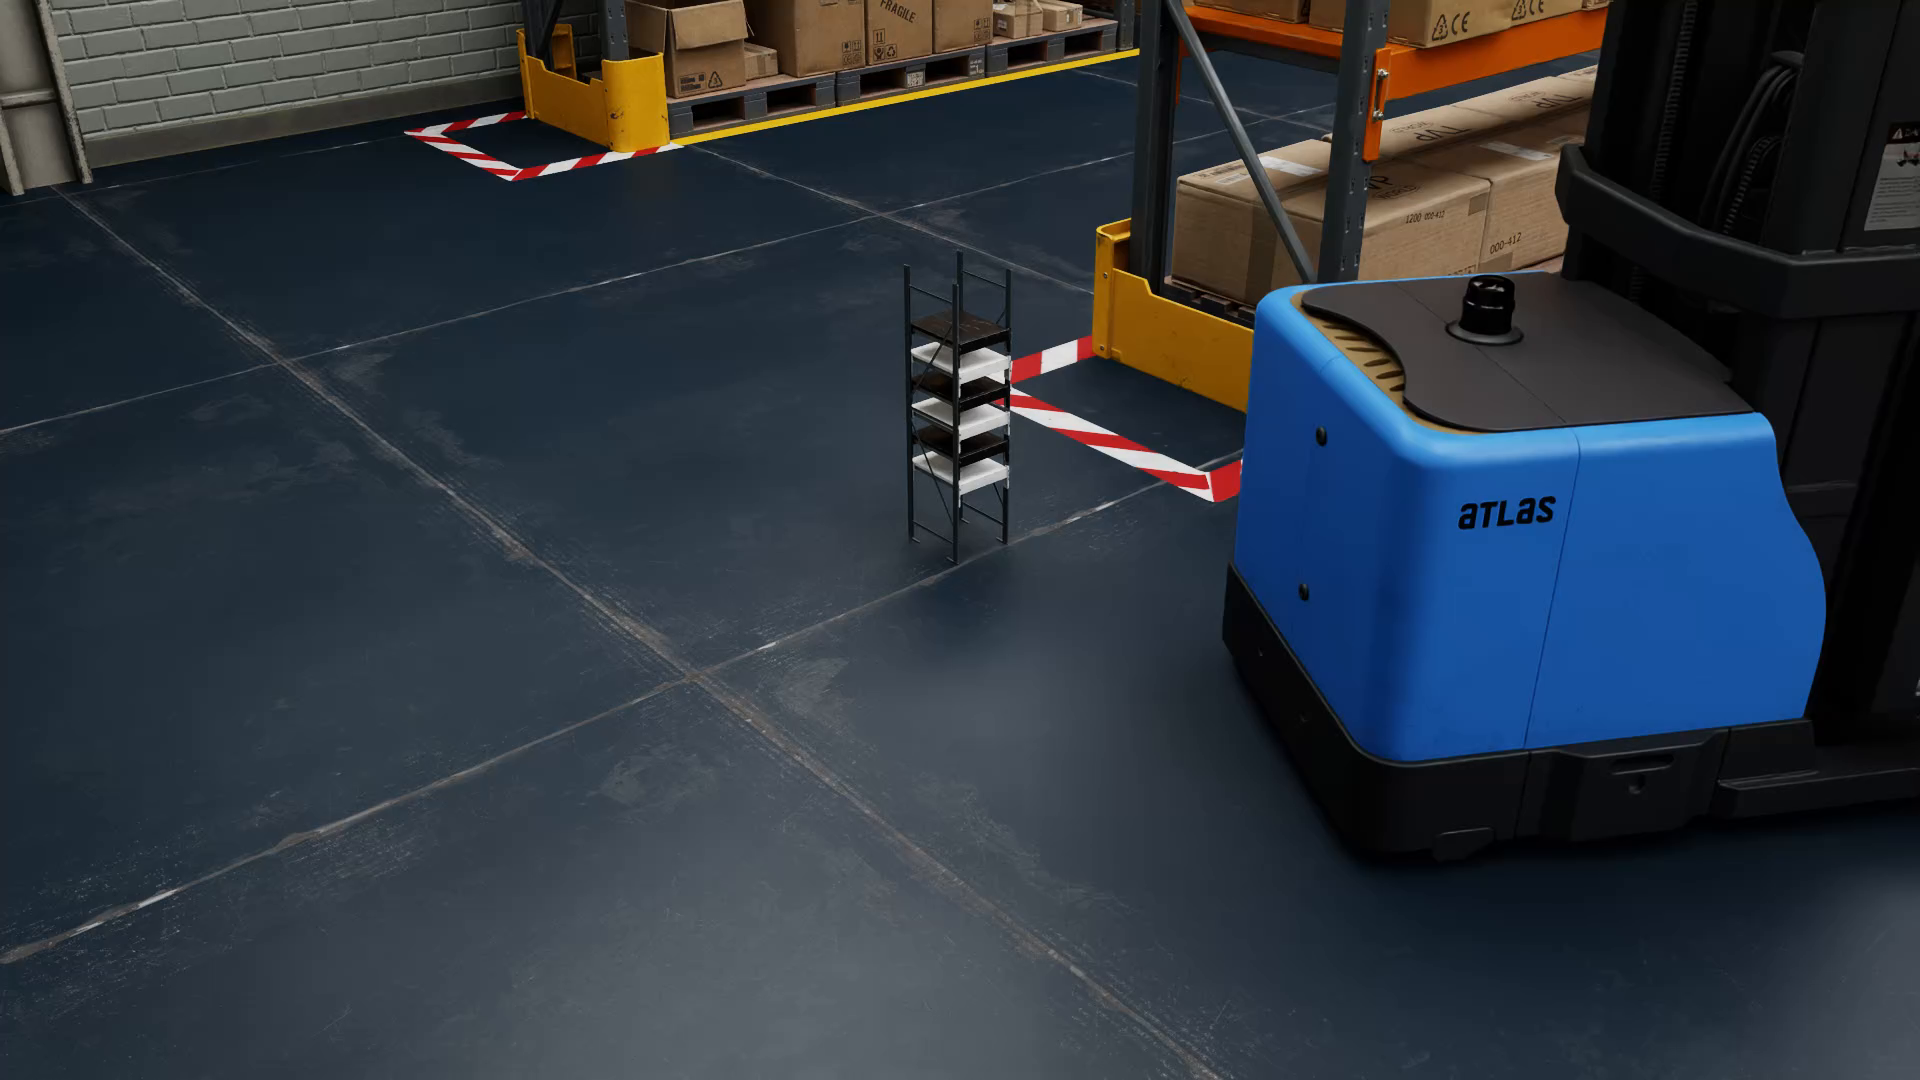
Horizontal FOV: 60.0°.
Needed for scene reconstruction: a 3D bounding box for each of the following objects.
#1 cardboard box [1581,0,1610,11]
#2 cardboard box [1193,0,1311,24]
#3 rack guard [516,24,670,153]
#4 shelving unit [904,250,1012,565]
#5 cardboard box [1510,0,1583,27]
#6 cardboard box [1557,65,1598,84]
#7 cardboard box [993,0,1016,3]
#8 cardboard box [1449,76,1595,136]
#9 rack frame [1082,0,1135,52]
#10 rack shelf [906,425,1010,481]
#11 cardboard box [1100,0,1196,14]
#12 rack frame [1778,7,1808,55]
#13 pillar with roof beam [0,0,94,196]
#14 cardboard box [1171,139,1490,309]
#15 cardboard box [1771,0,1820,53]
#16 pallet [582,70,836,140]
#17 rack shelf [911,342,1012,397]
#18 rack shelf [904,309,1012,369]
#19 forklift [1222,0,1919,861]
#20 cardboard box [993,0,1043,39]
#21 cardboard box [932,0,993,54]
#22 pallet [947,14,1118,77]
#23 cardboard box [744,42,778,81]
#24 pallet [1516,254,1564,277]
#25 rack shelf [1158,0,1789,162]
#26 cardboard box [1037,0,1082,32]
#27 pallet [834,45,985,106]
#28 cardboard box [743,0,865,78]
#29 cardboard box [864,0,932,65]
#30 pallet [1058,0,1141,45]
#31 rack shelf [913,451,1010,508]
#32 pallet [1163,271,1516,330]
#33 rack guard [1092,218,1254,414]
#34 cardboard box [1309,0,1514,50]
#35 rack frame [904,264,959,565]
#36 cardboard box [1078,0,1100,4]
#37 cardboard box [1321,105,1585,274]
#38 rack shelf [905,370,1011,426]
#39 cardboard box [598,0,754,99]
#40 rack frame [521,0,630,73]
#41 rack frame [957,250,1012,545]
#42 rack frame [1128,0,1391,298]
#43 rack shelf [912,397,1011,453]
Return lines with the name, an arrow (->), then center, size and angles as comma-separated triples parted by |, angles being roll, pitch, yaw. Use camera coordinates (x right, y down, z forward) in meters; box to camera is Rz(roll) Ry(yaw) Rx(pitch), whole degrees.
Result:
cardboard box -> 2.347, -2.337, 6.334 | 0.500, 0.500, 0.500 | -22, 35, -35
cardboard box -> 1.225, -2.221, 6.118 | 0.500, 0.500, 0.500 | -22, 35, -35
rack guard -> -2.137, -2.634, 9.649 | 0.348, 0.500, 1.175 | -22, 35, -35
shelving unit -> -0.006, -0.394, 5.033 | 0.210, 0.900, 0.258 | -22, 35, -35
cardboard box -> 1.948, -2.187, 6.055 | 0.500, 0.500, 0.500 | -22, 35, -36
cardboard box -> 3.526, -2.060, 8.195 | 0.875, 0.438, 0.875 | -22, 35, -36
cardboard box -> 0.192, -3.819, 11.621 | 0.500, 0.311, 0.500 | -20, 34, -33
cardboard box -> 2.845, -1.786, 7.682 | 0.875, 0.438, 0.875 | -23, 36, -36
rack frame -> 0.848, -4.937, 11.306 | 0.127, 3.000, 1.000 | -22, 35, -35
rack shelf -> -0.006, -0.286, 5.091 | 0.200, 0.077, 0.258 | -22, 35, -35
cardboard box -> 1.363, -4.087, 11.922 | 0.500, 0.500, 0.500 | -20, 34, -33
rack frame -> 4.073, -3.158, 7.978 | 0.127, 3.000, 1.000 | -22, 35, -35
pillar with roof beam -> -2.037, -4.314, 3.775 | 0.400, 9.000, 9.100 | -22, 35, -35
cardboard box -> 1.467, -1.228, 6.638 | 0.875, 0.438, 0.875 | -23, 36, -37
cardboard box -> 4.493, -2.625, 8.788 | 0.875, 0.875, 0.875 | -21, 34, -33
pallet -> -1.531, -2.751, 10.174 | 1.213, 0.211, 1.003 | -22, 35, -35
rack shelf -> -0.006, -0.524, 4.964 | 0.200, 0.077, 0.258 | -22, 35, -35
rack shelf -> -0.006, -0.603, 4.922 | 0.200, 0.077, 0.258 | -22, 35, -35
forklift -> 2.291, -0.885, 3.796 | 3.031, 2.935, 1.130 | -5, 29, -9
cardboard box -> 0.344, -3.531, 11.131 | 0.258, 0.266, 0.396 | -20, 34, -33
cardboard box -> -0.202, -3.514, 10.850 | 0.500, 0.500, 0.700 | -23, 36, -37
pallet -> 0.325, -3.497, 11.571 | 1.213, 0.211, 1.003 | -22, 35, -35
cardboard box -> -1.319, -2.910, 10.093 | 0.250, 0.149, 0.380 | -24, 36, -37
pallet -> 2.515, -1.349, 7.550 | 1.213, 0.211, 1.003 | -22, 35, -35
rack shelf -> 2.551, -2.229, 7.002 | 4.000, 0.370, 1.077 | -22, 35, -35
cardboard box -> 0.615, -3.589, 11.363 | 0.250, 0.149, 0.380 | -23, 36, -36
pallet -> -0.603, -3.122, 10.869 | 1.213, 0.211, 1.003 | -22, 35, -35
cardboard box -> -0.992, -3.197, 10.256 | 0.500, 0.500, 0.700 | -20, 34, -33
cardboard box -> -0.525, -3.323, 10.491 | 0.500, 0.500, 0.500 | -21, 35, -34
pallet -> 1.443, -3.969, 12.454 | 1.213, 0.211, 1.003 | -22, 35, -35
rack shelf -> -0.006, -0.206, 5.134 | 0.200, 0.077, 0.258 | -22, 35, -35
pallet -> 1.587, -0.977, 6.855 | 1.213, 0.211, 1.003 | -22, 35, -35
rack guard -> 1.012, -0.825, 6.263 | 0.348, 0.500, 1.175 | -22, 35, -35
cardboard box -> 1.581, -2.023, 5.746 | 0.500, 0.500, 0.500 | -22, 35, -35
rack frame -> -0.084, -0.363, 4.975 | 0.006, 0.900, 0.240 | -22, 35, -35
cardboard box -> 1.030, -4.276, 12.275 | 0.500, 0.500, 0.500 | -22, 35, -35
cardboard box -> 2.158, -1.511, 7.167 | 0.875, 0.438, 0.875 | -21, 34, -34
rack shelf -> -0.006, -0.444, 5.007 | 0.200, 0.077, 0.258 | -22, 35, -35
cardboard box -> -1.668, -2.951, 9.792 | 0.637, 0.503, 0.797 | -24, 36, -37
rack frame -> -2.194, -3.713, 9.016 | 0.127, 3.000, 1.000 | -22, 35, -35
rack frame -> 0.071, -0.426, 5.091 | 0.006, 0.900, 0.240 | -22, 35, -35
rack frame -> 1.030, -1.935, 5.688 | 0.127, 3.000, 1.000 | -22, 35, -35
rack shelf -> -0.006, -0.365, 5.049 | 0.200, 0.077, 0.258 | -22, 35, -35
